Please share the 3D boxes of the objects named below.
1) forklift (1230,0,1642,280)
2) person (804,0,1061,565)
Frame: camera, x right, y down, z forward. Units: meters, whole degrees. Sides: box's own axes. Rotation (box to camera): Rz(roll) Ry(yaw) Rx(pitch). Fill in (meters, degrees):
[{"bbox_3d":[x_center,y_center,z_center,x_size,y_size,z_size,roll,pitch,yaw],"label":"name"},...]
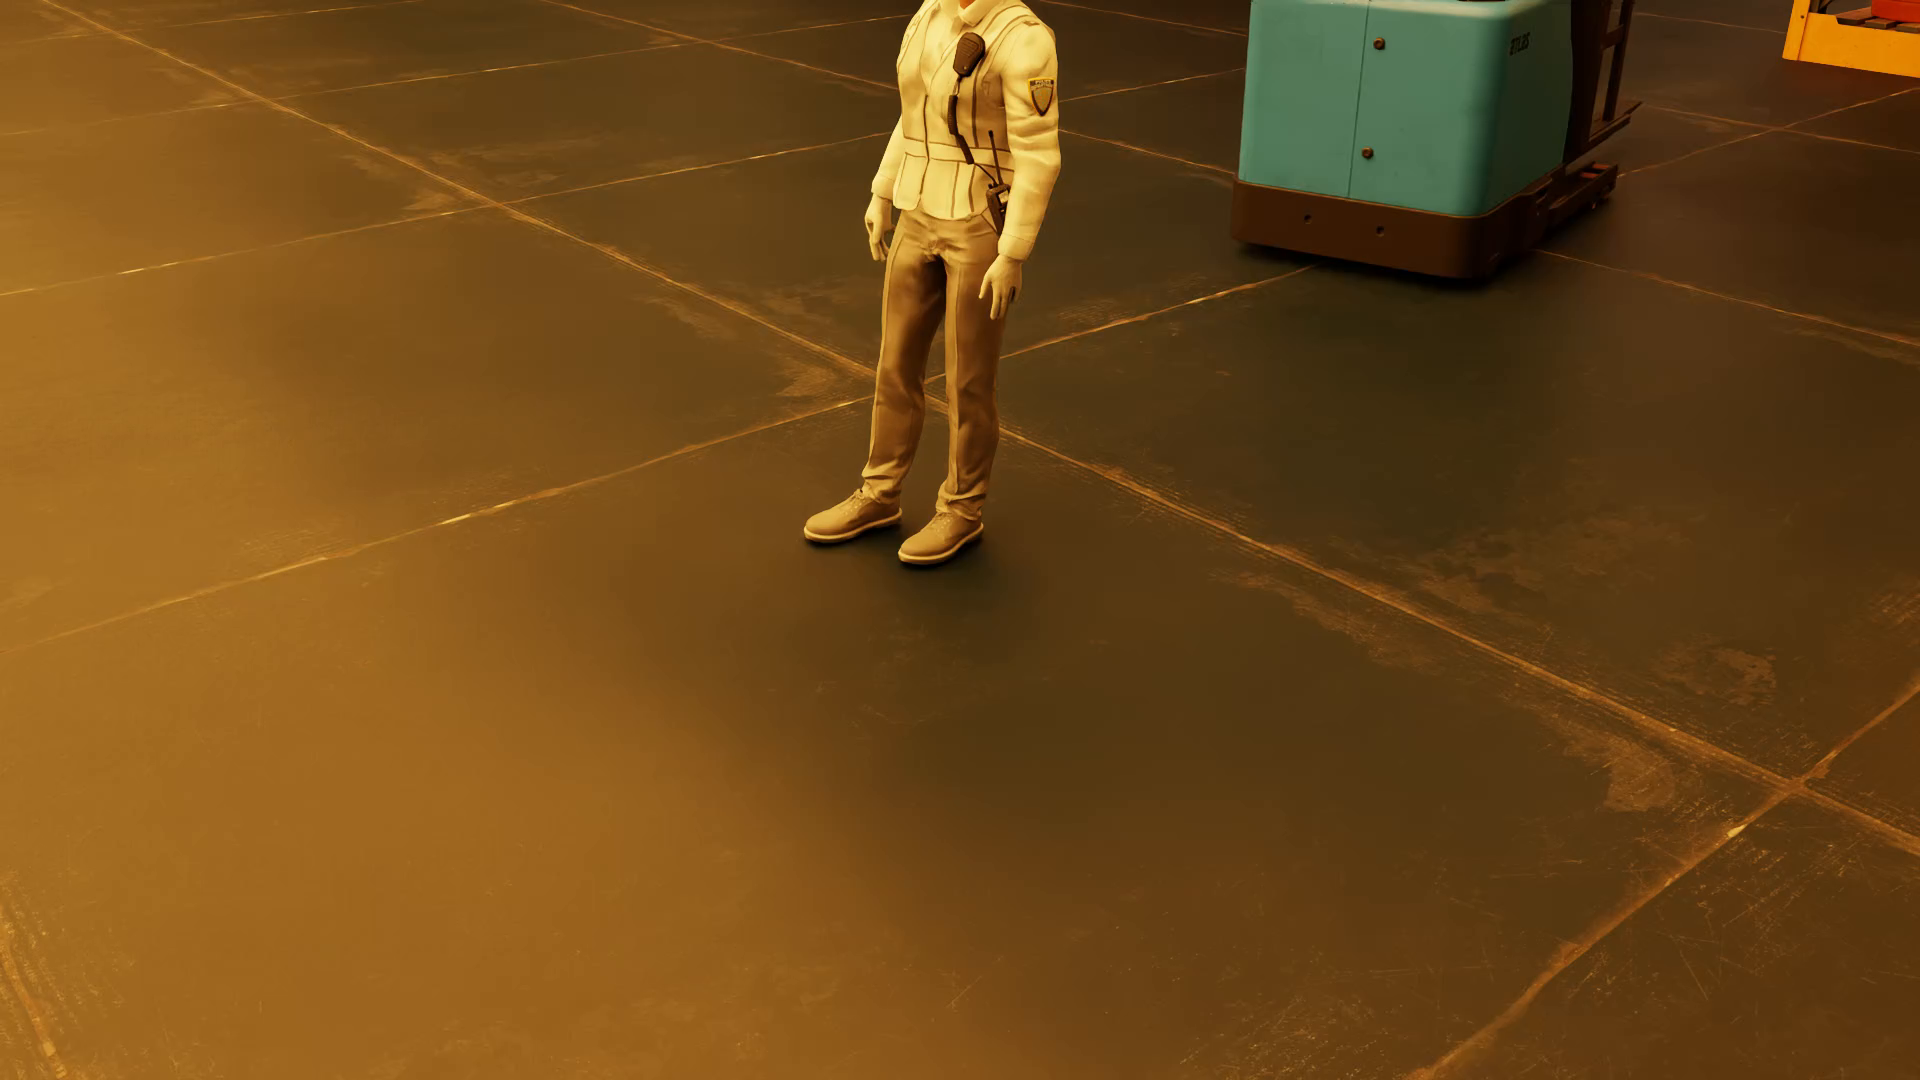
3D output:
[{"bbox_3d":[2.369,-2.912,7.074,1.130,2.935,3.031,17,31,31],"label":"forklift"},{"bbox_3d":[-0.057,-0.748,4.087,0.530,1.694,0.587,-20,33,-35],"label":"person"}]
